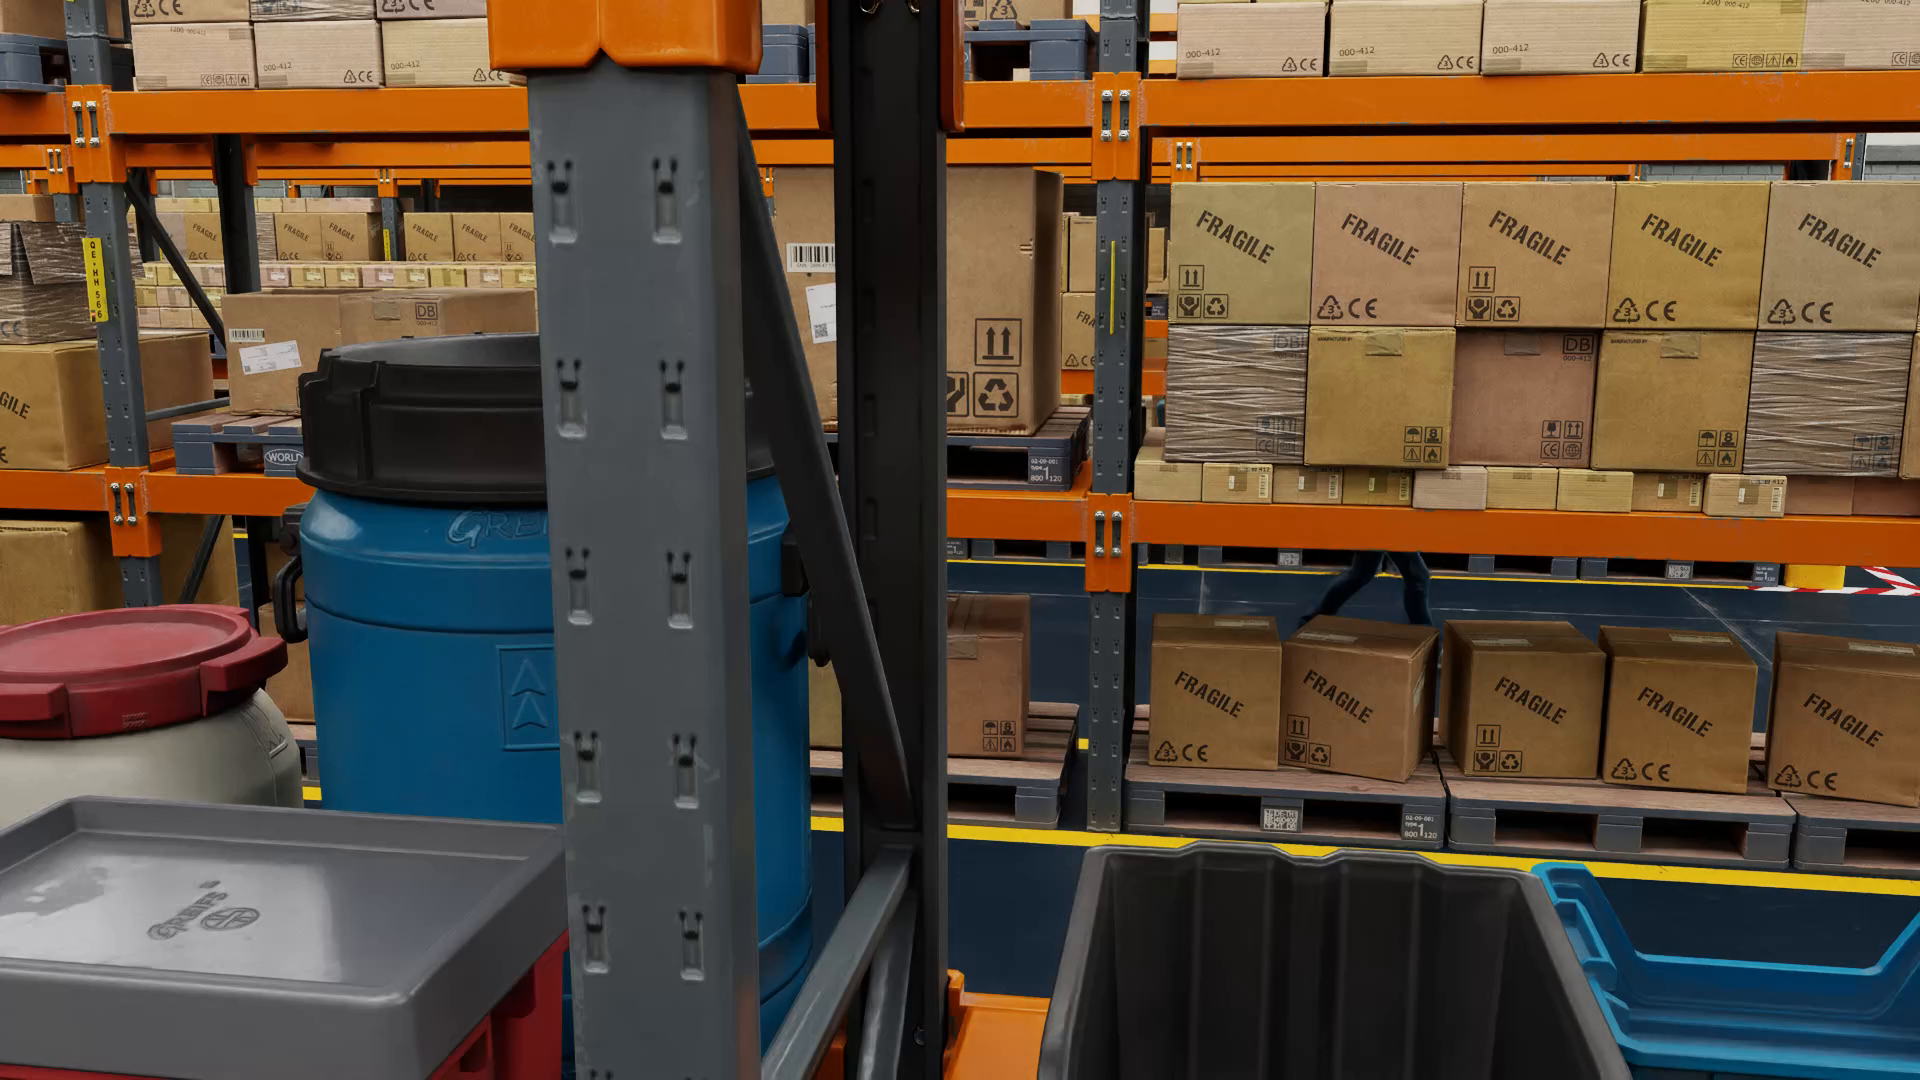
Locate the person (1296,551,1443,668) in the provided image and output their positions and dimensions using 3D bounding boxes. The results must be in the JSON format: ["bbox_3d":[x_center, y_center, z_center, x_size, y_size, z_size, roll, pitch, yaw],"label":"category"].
[{"bbox_3d":[2.226,-0.134,8.598,0.922,1.545,0.449,3,12,16],"label":"person"}]
